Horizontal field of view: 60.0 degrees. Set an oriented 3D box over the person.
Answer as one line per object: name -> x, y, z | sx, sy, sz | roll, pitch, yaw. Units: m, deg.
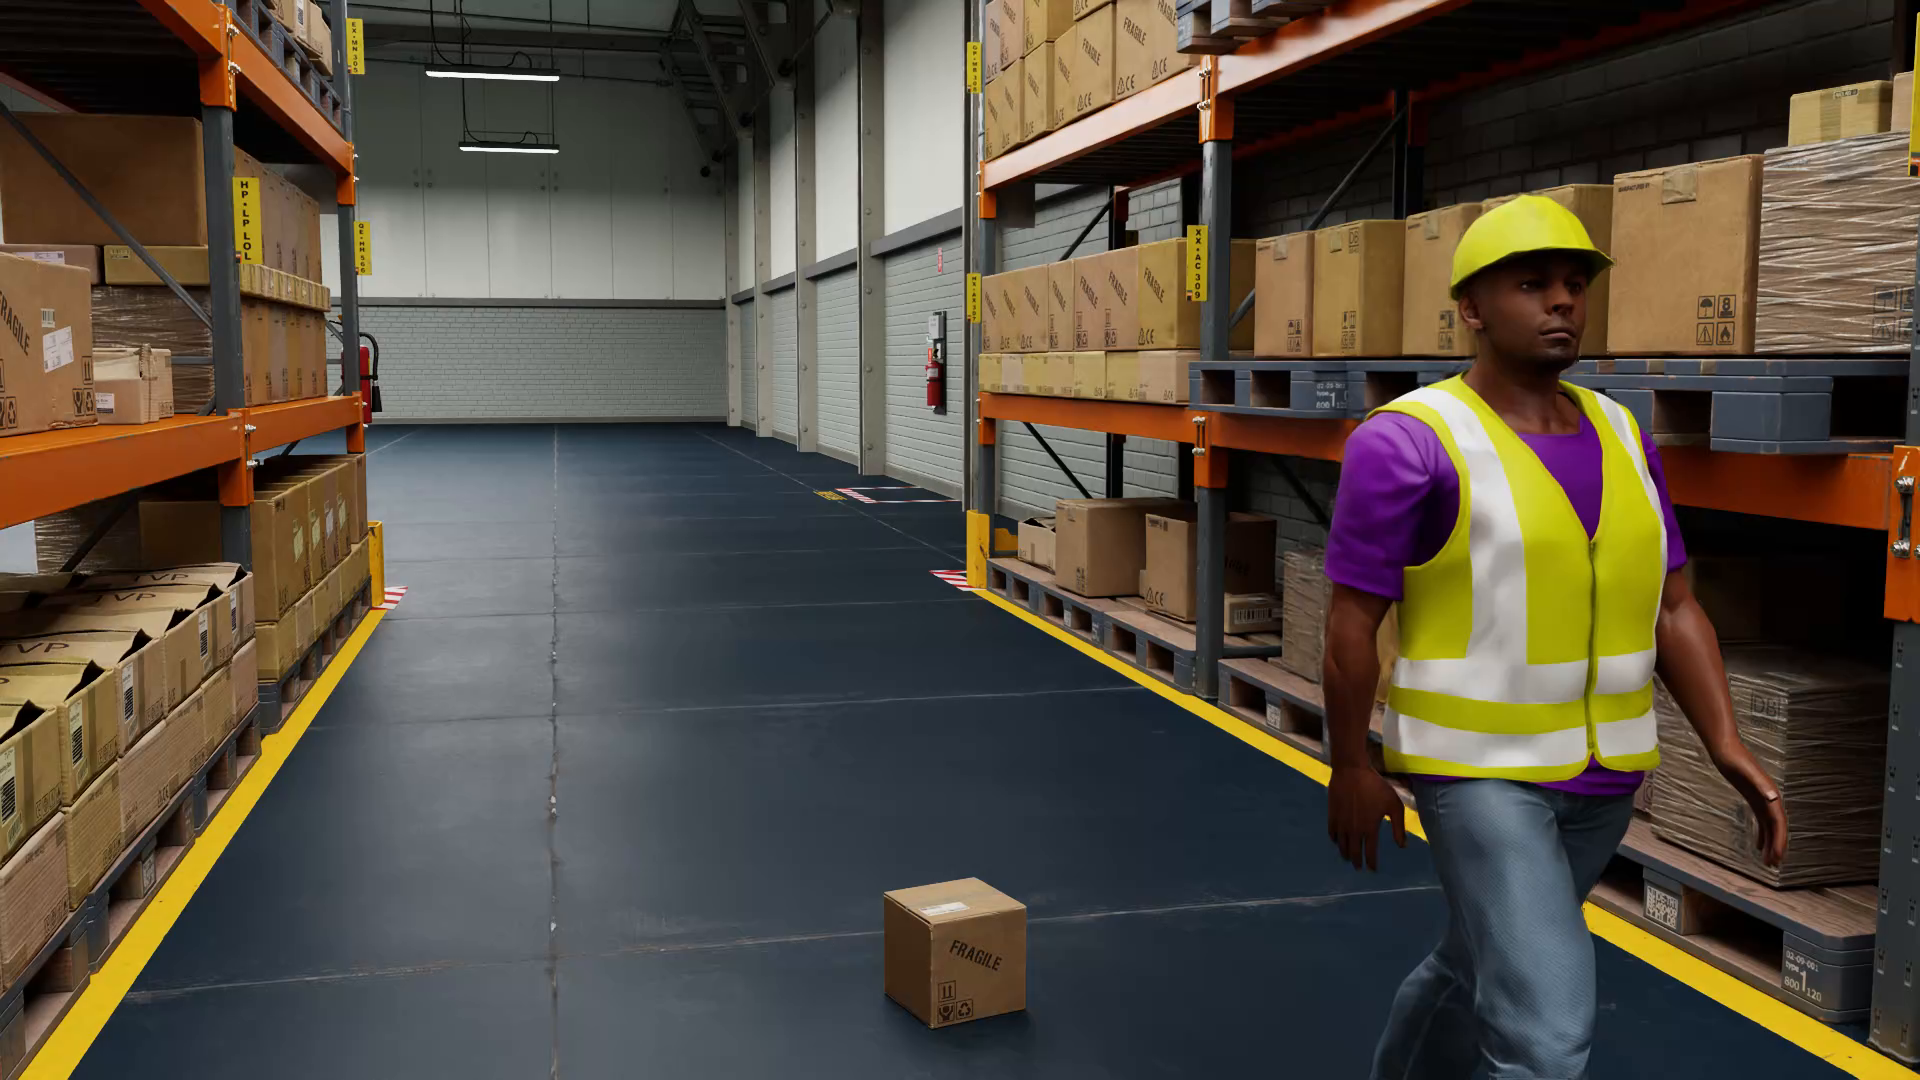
person -> 0.916, 0.340, 2.479 | 0.571, 1.704, 1.027 | -3, 7, -24
